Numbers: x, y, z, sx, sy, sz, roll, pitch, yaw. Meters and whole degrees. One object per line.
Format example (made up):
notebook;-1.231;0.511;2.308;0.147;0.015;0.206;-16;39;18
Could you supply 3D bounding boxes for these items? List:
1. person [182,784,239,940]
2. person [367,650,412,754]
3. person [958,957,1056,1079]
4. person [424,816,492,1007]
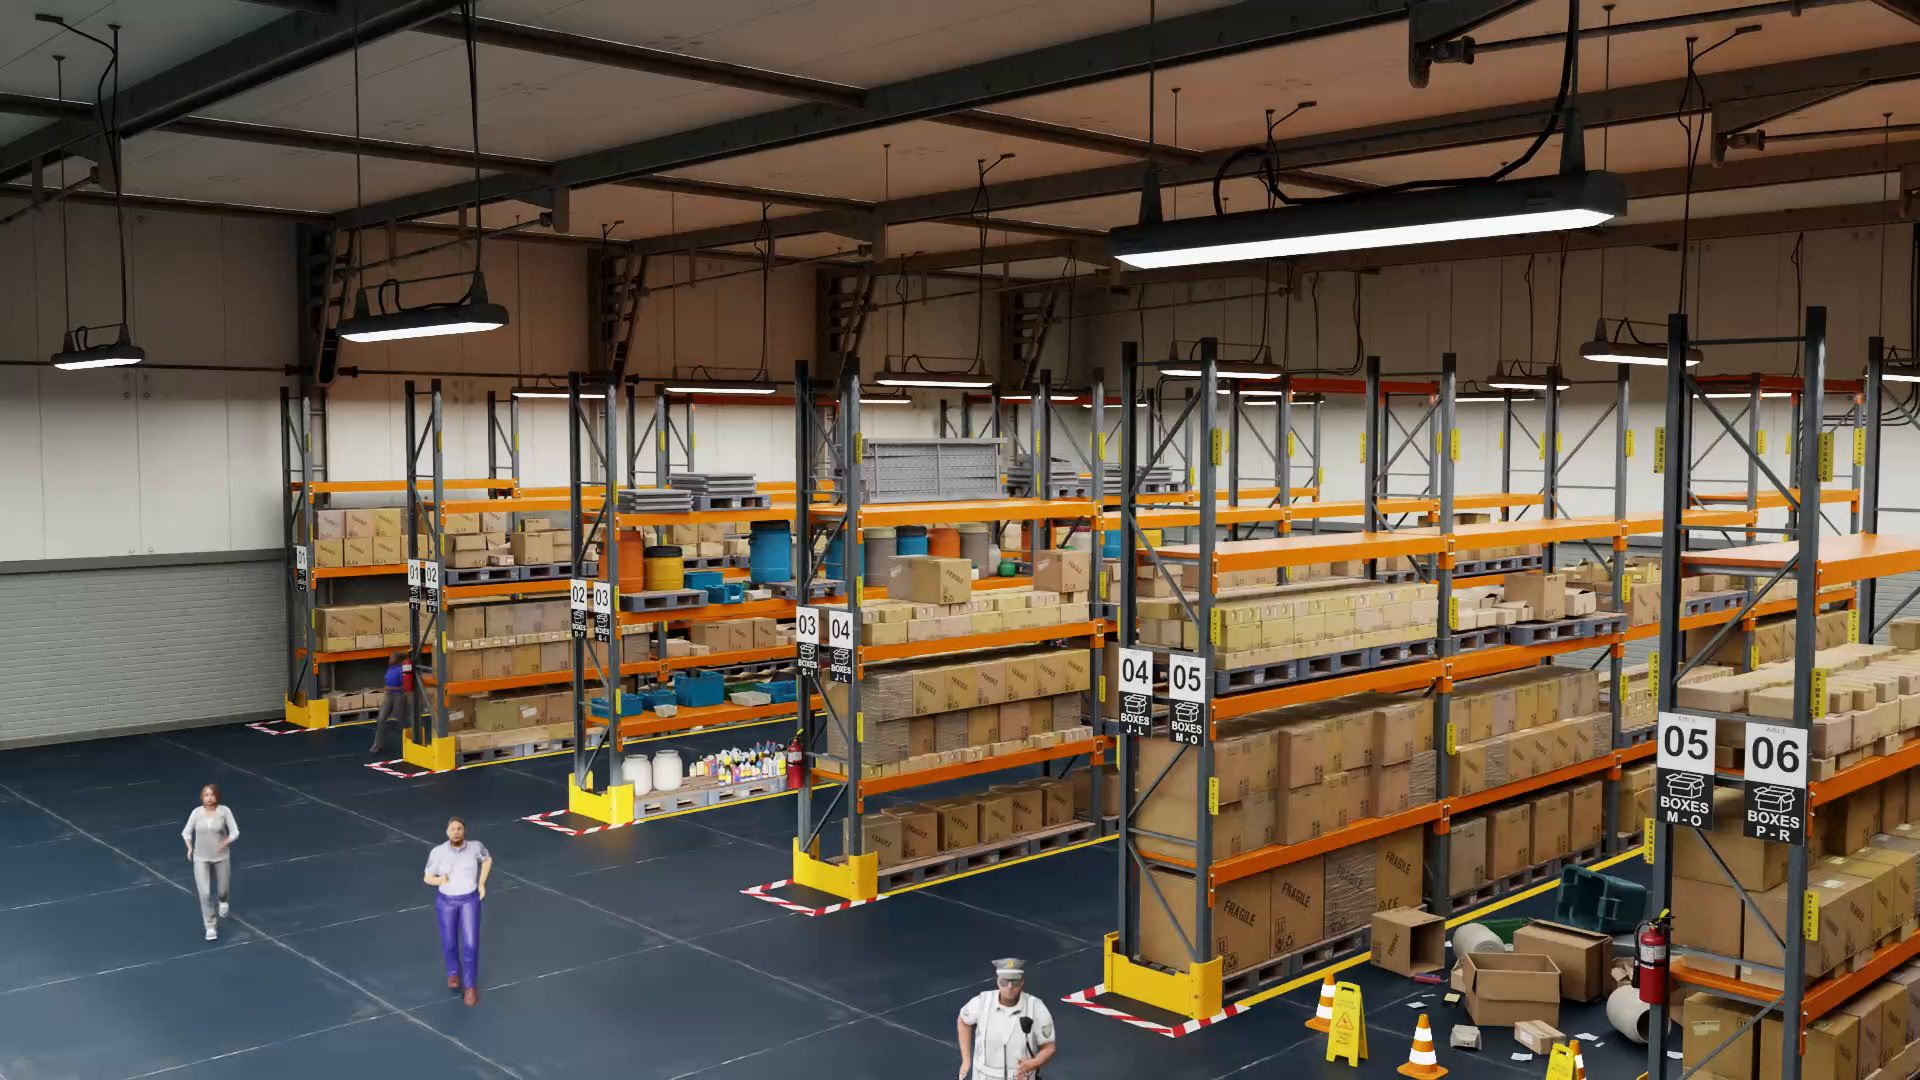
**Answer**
person;-7.732;3.288;17.163;0.542;1.553;0.680;-1;4;-20
person;-9.143;2.622;27.070;0.600;1.673;0.874;3;5;37
person;0.308;3.597;10.856;0.627;1.815;0.814;0;4;-2
person;-4.588;3.375;15.210;0.585;1.704;0.708;-1;4;-14
